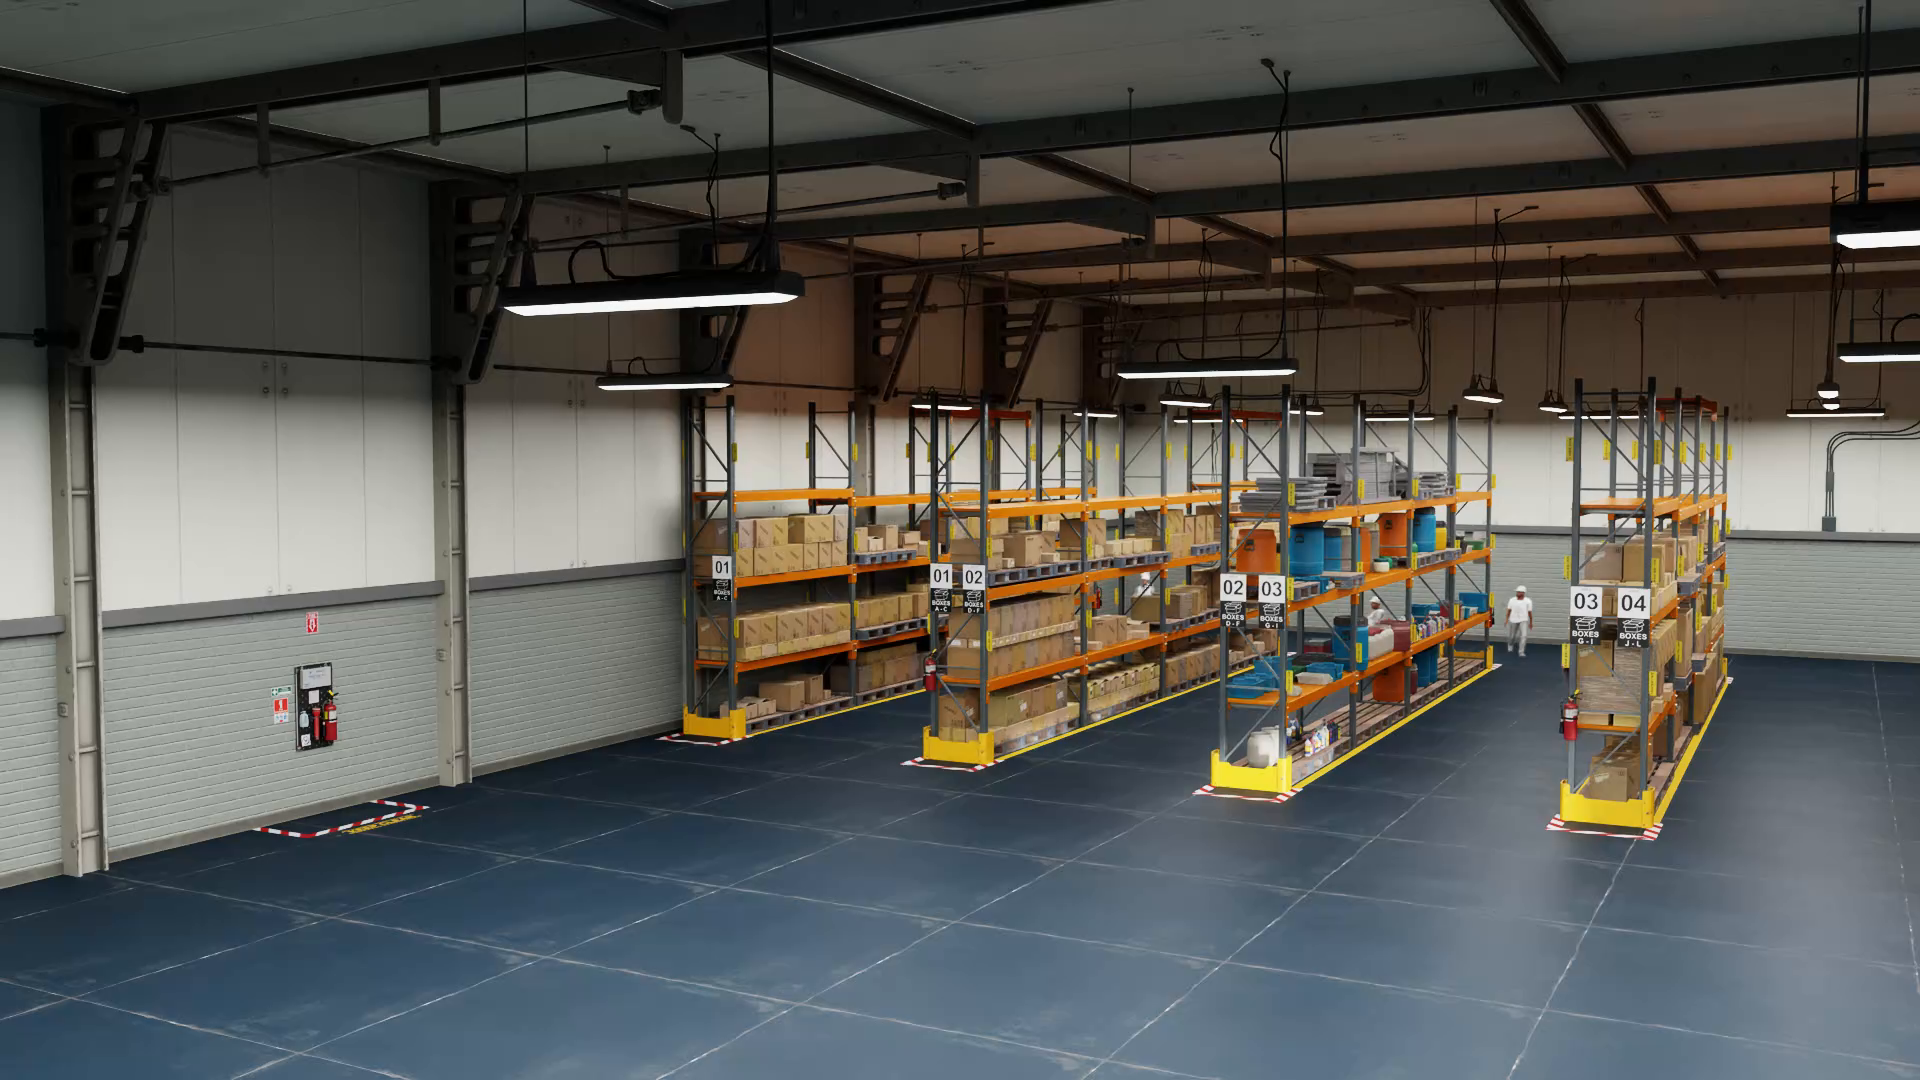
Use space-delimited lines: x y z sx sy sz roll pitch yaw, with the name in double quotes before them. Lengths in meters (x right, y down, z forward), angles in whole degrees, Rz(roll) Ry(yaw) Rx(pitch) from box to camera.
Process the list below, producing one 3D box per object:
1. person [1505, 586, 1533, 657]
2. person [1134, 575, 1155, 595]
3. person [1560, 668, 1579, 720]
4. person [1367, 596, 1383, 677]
"person" 13.693 1.983 40.748 0.658 1.727 0.978 1 3 10
"person" 4.916 1.795 44.396 0.575 1.737 0.998 0 3 6
"person" 11.468 2.510 31.199 0.560 1.713 0.531 0 3 -9
"person" 9.249 2.151 37.217 0.484 1.788 0.594 1 3 25
